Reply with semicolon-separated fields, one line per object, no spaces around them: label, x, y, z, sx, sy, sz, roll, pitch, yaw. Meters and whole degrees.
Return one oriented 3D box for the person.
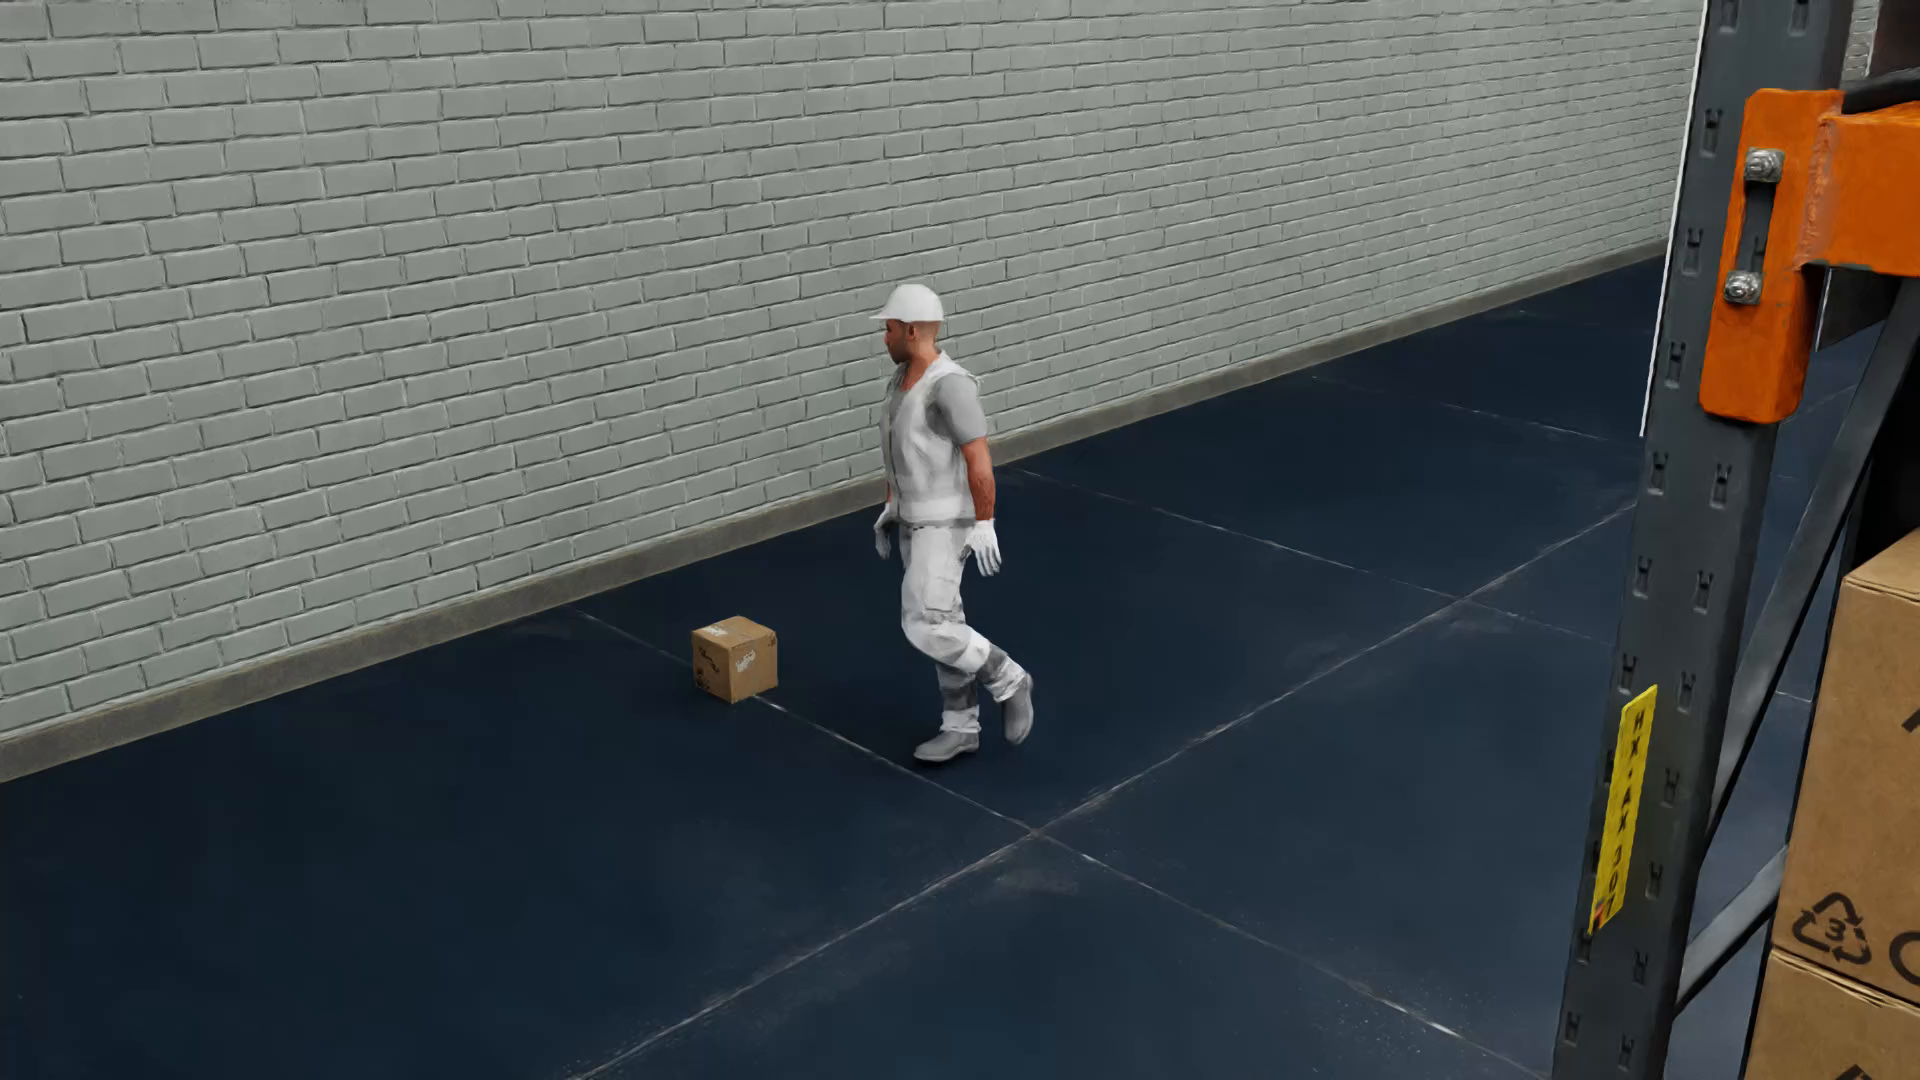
person;-0.059;-0.047;6.188;0.519;1.761;0.731;-11;23;-27
